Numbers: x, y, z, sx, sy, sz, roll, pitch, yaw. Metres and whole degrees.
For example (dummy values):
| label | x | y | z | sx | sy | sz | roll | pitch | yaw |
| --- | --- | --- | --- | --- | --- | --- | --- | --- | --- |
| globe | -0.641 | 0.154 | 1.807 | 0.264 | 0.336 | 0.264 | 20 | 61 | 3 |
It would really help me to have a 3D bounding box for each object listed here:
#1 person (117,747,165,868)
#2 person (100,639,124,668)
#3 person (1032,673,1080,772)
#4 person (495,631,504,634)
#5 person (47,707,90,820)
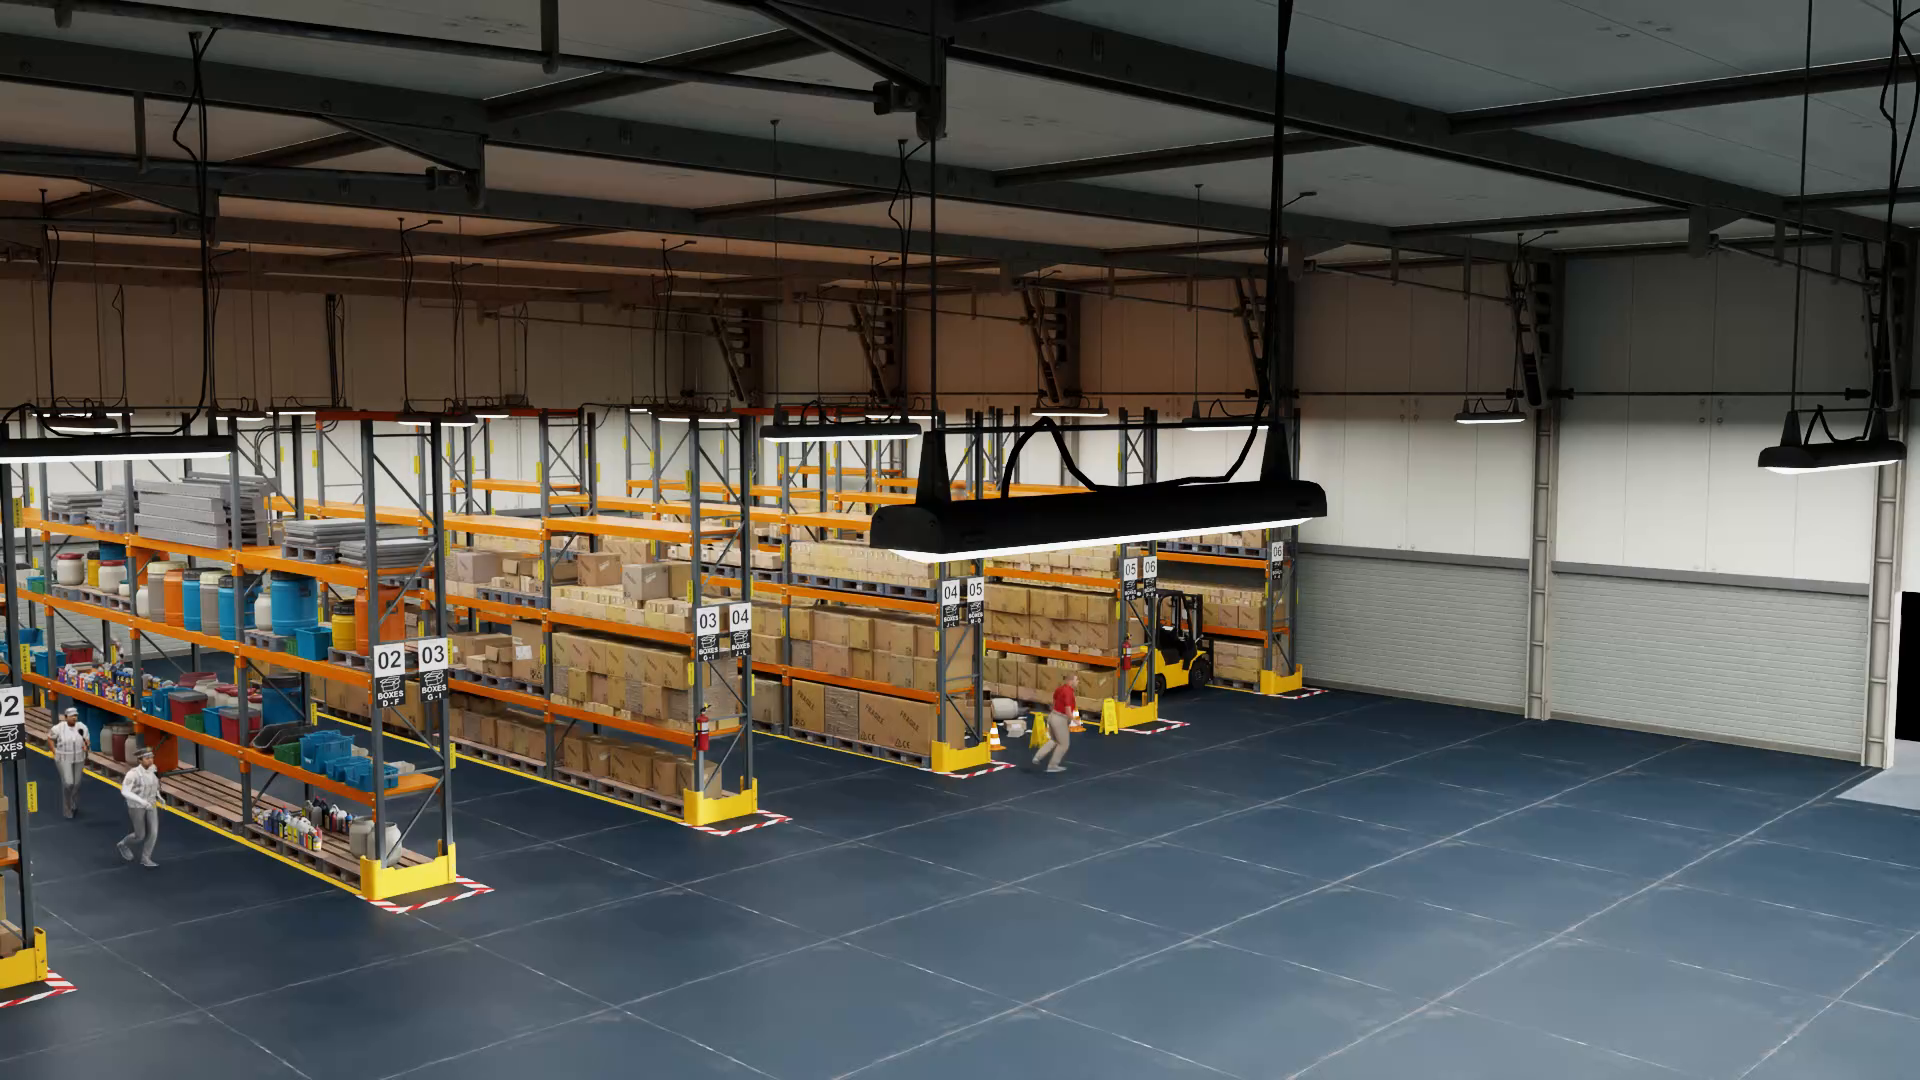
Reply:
| label | x | y | z | sx | sy | sz | roll | pitch | yaw |
| --- | --- | --- | --- | --- | --- | --- | --- | --- | --- |
| person | -10.982 | 3.557 | 22.253 | 0.717 | 1.641 | 0.609 | 3 | 6 | 28 |
| person | -16.841 | 2.668 | 32.960 | 0.846 | 1.498 | 0.544 | 2 | 6 | 24 |
| person | 1.622 | 3.046 | 27.780 | 0.720 | 1.650 | 0.650 | -2 | 5 | -17 |
| person | -9.345 | 2.600 | 33.529 | 0.657 | 1.559 | 0.518 | 4 | 6 | 37 |
| person | -13.299 | 3.324 | 24.874 | 0.795 | 1.683 | 0.530 | 5 | 7 | 44 |
